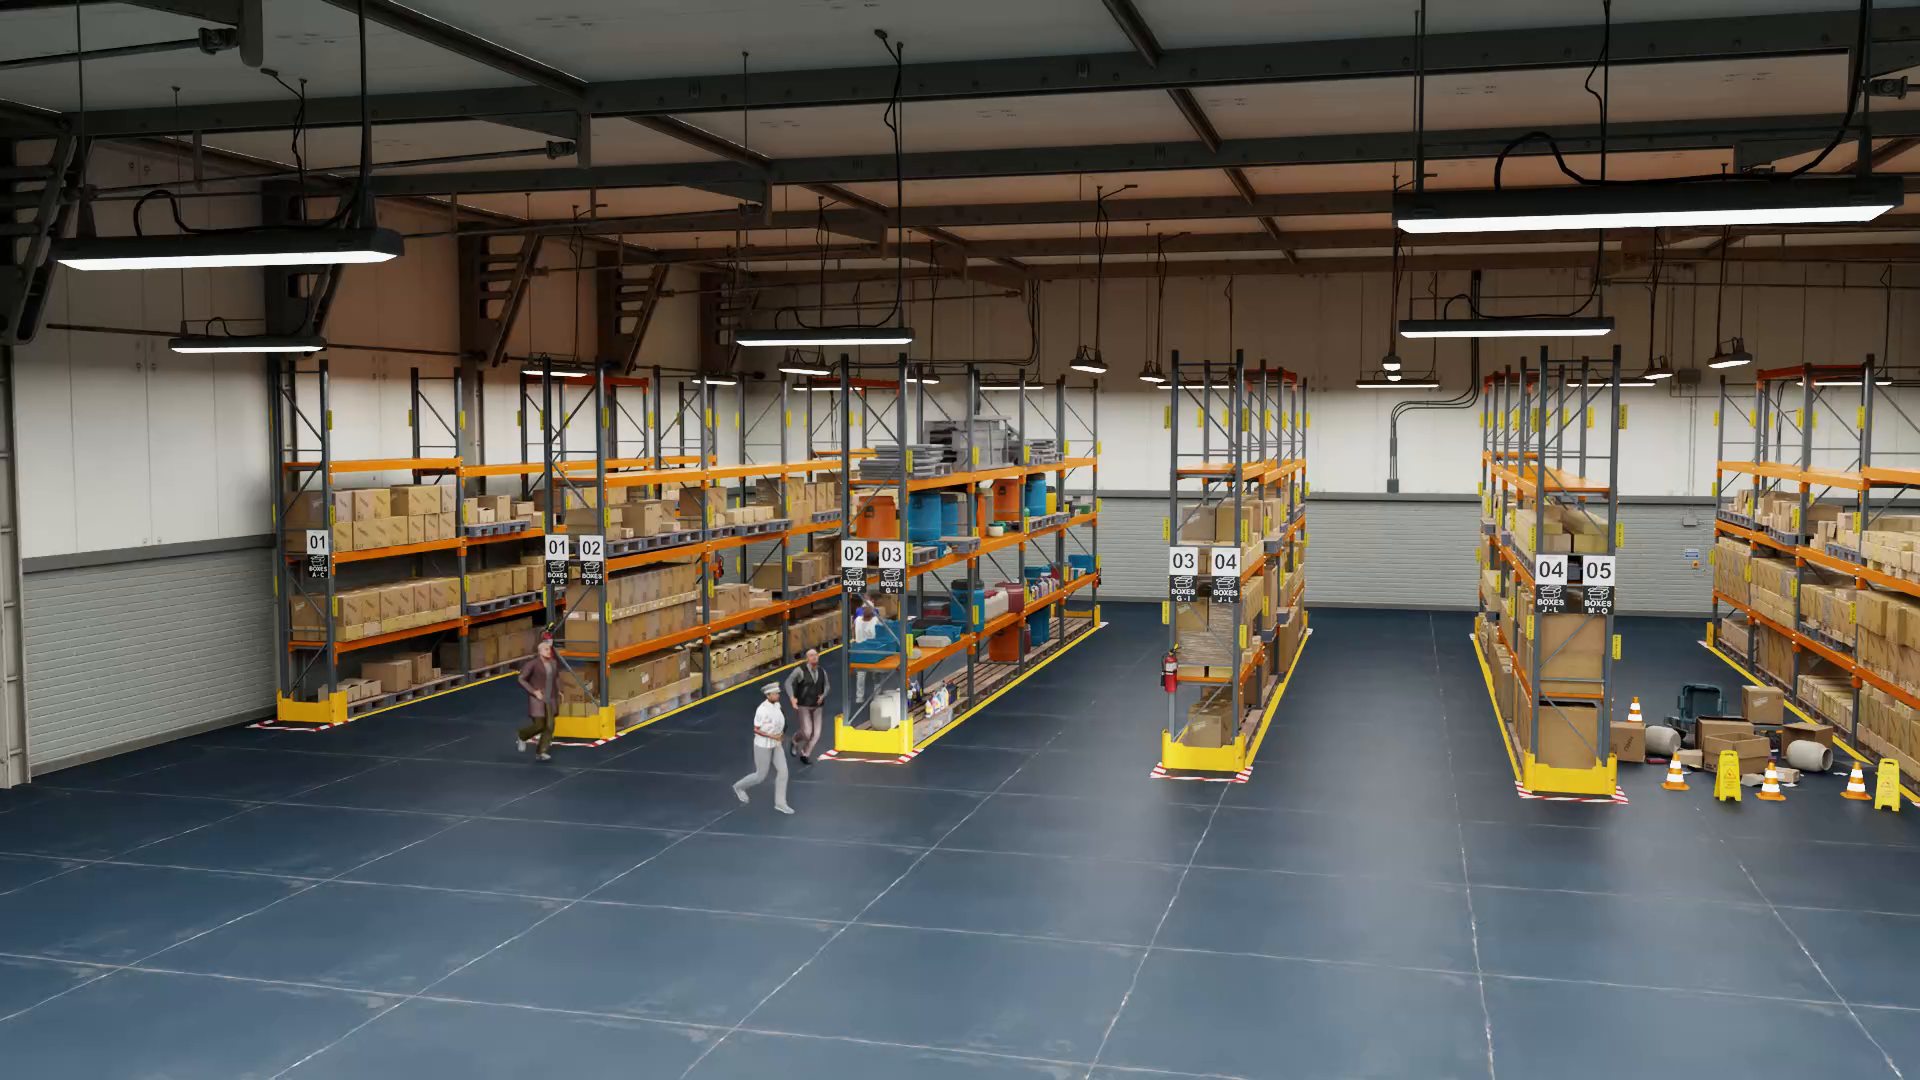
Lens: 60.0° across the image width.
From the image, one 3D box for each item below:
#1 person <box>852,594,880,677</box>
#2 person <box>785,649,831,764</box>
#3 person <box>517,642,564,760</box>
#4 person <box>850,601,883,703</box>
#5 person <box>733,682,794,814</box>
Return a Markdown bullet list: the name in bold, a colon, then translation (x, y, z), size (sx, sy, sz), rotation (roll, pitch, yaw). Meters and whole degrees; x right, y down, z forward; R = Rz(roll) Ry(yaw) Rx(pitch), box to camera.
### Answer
- **person**: translation (-1.833, 1.863, 32.532), size (0.574, 1.603, 0.561), rotation (0, 4, 3)
- **person**: translation (-2.189, 2.424, 24.286), size (0.683, 1.653, 0.540), rotation (-3, 5, -32)
- **person**: translation (-6.208, 2.377, 24.634), size (0.748, 1.730, 0.754), rotation (4, 6, 42)
- **person**: translation (-1.649, 1.969, 29.560), size (0.691, 1.761, 0.994), rotation (1, 4, 12)
- **person**: translation (-2.506, 2.644, 21.302), size (0.876, 1.683, 0.564), rotation (2, 5, 30)
